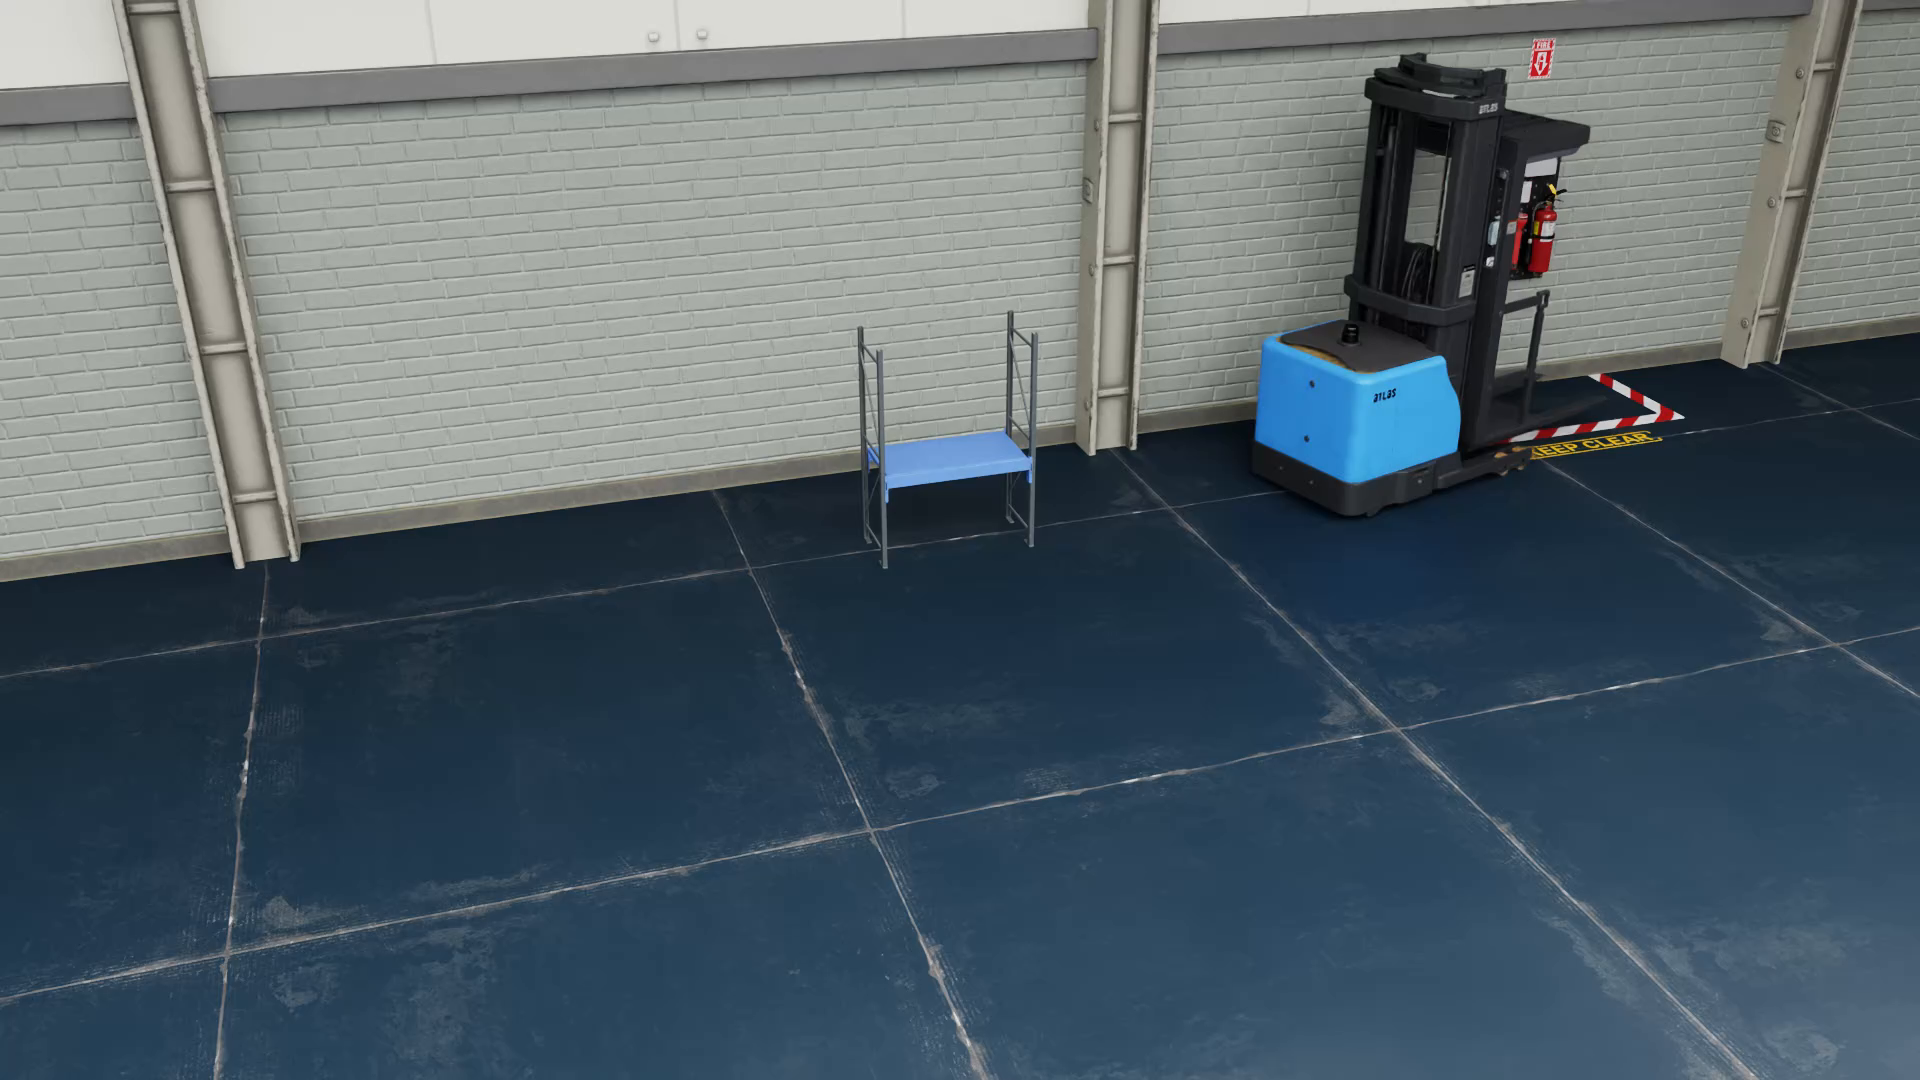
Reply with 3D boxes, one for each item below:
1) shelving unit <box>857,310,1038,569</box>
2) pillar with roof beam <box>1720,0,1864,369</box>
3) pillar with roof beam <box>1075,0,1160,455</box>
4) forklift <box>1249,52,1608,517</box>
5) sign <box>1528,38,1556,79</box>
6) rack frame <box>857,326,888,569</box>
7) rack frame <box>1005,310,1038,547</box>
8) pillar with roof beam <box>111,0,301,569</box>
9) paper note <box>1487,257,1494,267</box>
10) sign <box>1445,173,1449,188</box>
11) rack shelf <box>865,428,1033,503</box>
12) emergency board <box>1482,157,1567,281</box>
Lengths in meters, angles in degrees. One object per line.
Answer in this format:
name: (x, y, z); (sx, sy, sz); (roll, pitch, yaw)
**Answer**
shelving unit: (-0.081, -0.660, 10.887); (1.048, 1.500, 0.538); (-8, 28, -16)
pillar with roof beam: (8.149, -3.765, 8.708); (0.400, 9.000, 9.100); (-8, 28, -16)
pillar with roof beam: (2.444, -2.939, 7.044); (0.400, 9.000, 9.100); (-8, 28, -16)
forklift: (3.617, -1.966, 11.907); (3.031, 2.935, 1.130); (-17, 31, -30)
sign: (4.416, -3.653, 12.623); (0.199, 0.298, 0.001); (-8, 28, -16)
rack frame: (-0.564, -0.590, 10.746); (0.032, 1.500, 0.500); (-8, 28, -16)
rack frame: (0.402, -0.730, 11.028); (0.032, 1.500, 0.500); (-8, 28, -16)
pillar with roof beam: (-3.261, -2.113, 5.380); (0.400, 9.000, 9.100); (-8, 28, -16)
paper note: (4.265, -2.184, 13.261); (0.142, 0.148, 0.016); (-8, 28, -16)
sign: (3.904, -2.792, 12.858); (0.331, 0.109, 0.001); (-8, 28, -16)
rack shelf: (-0.081, -0.499, 10.967); (1.000, 0.185, 0.538); (-8, 28, -16)
emergency board: (4.454, -2.574, 13.056); (0.643, 1.169, 0.194); (-8, 28, -16)
